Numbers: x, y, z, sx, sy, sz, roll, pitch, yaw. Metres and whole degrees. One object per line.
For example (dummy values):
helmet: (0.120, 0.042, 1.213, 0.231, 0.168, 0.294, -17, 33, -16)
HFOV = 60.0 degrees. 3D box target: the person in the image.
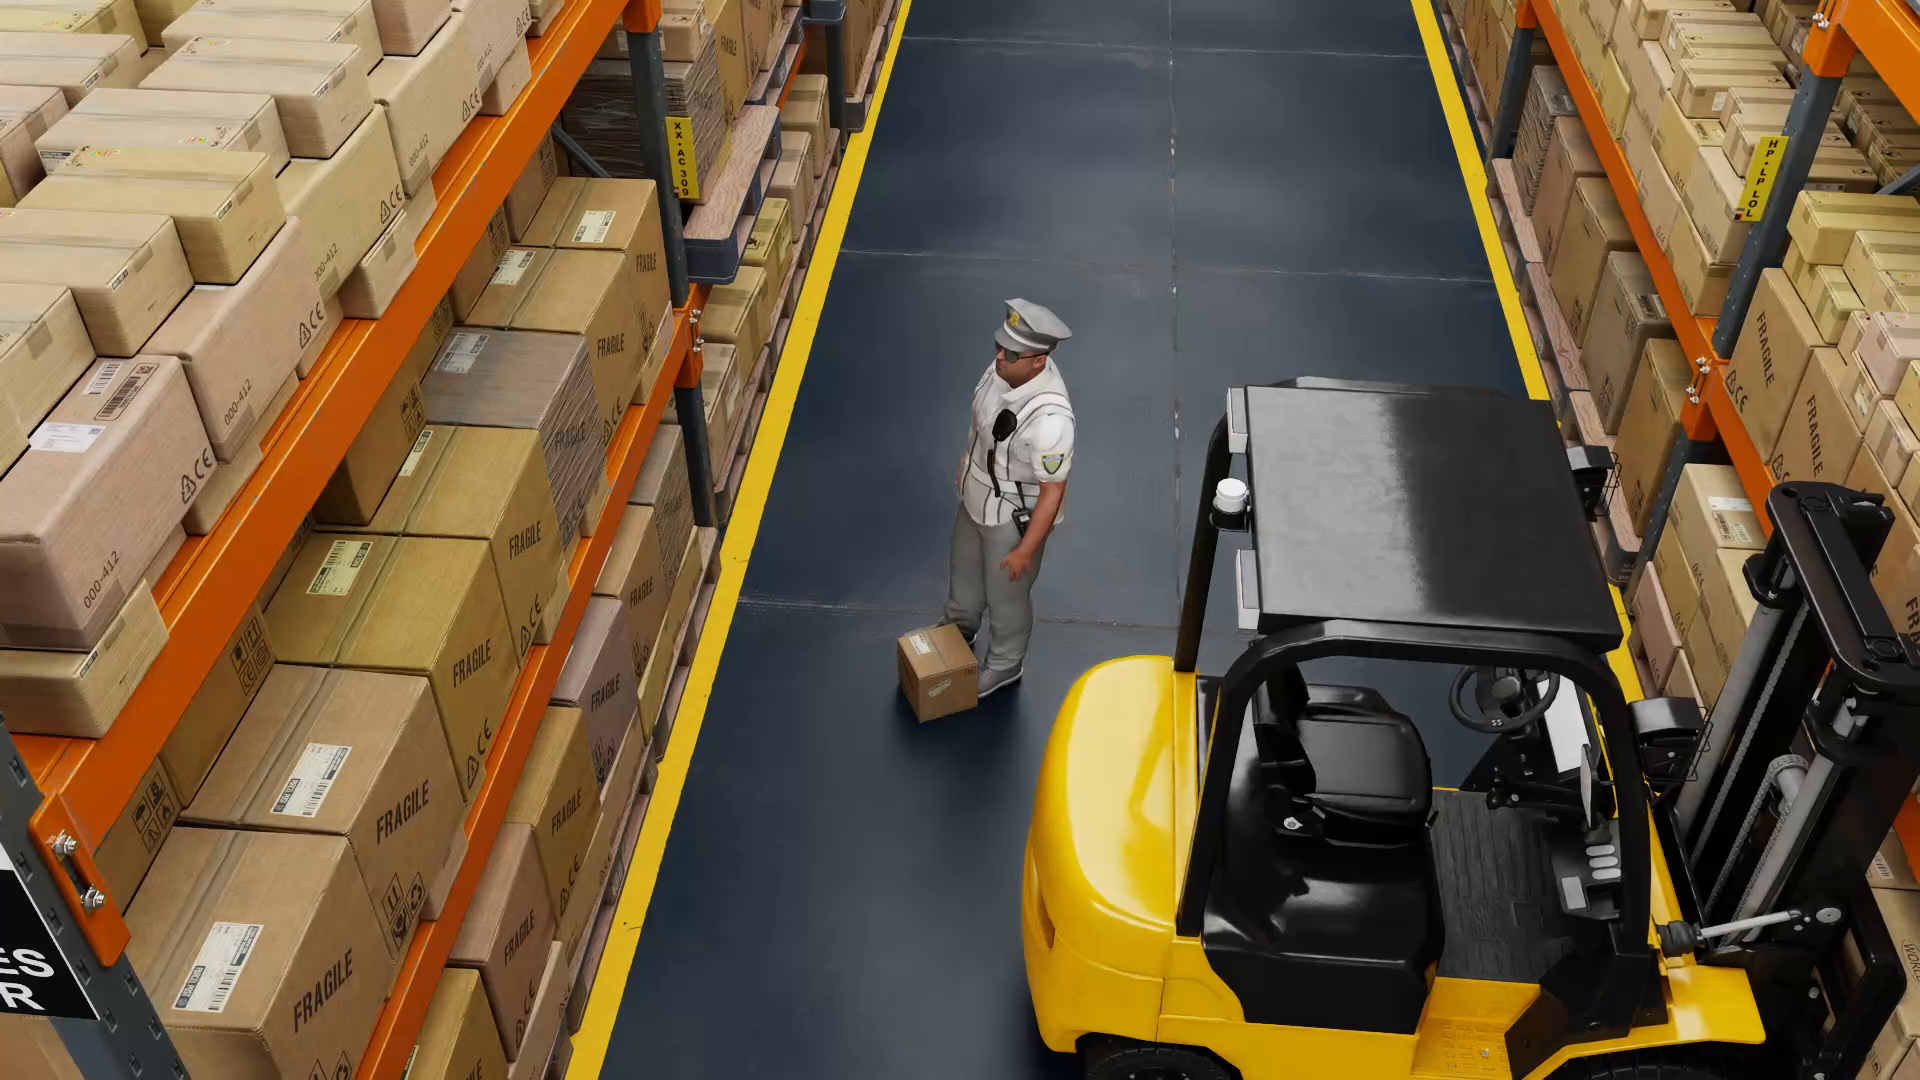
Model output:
person: (0.101, -0.129, 6.269, 0.575, 1.780, 0.640, -13, 41, -15)
